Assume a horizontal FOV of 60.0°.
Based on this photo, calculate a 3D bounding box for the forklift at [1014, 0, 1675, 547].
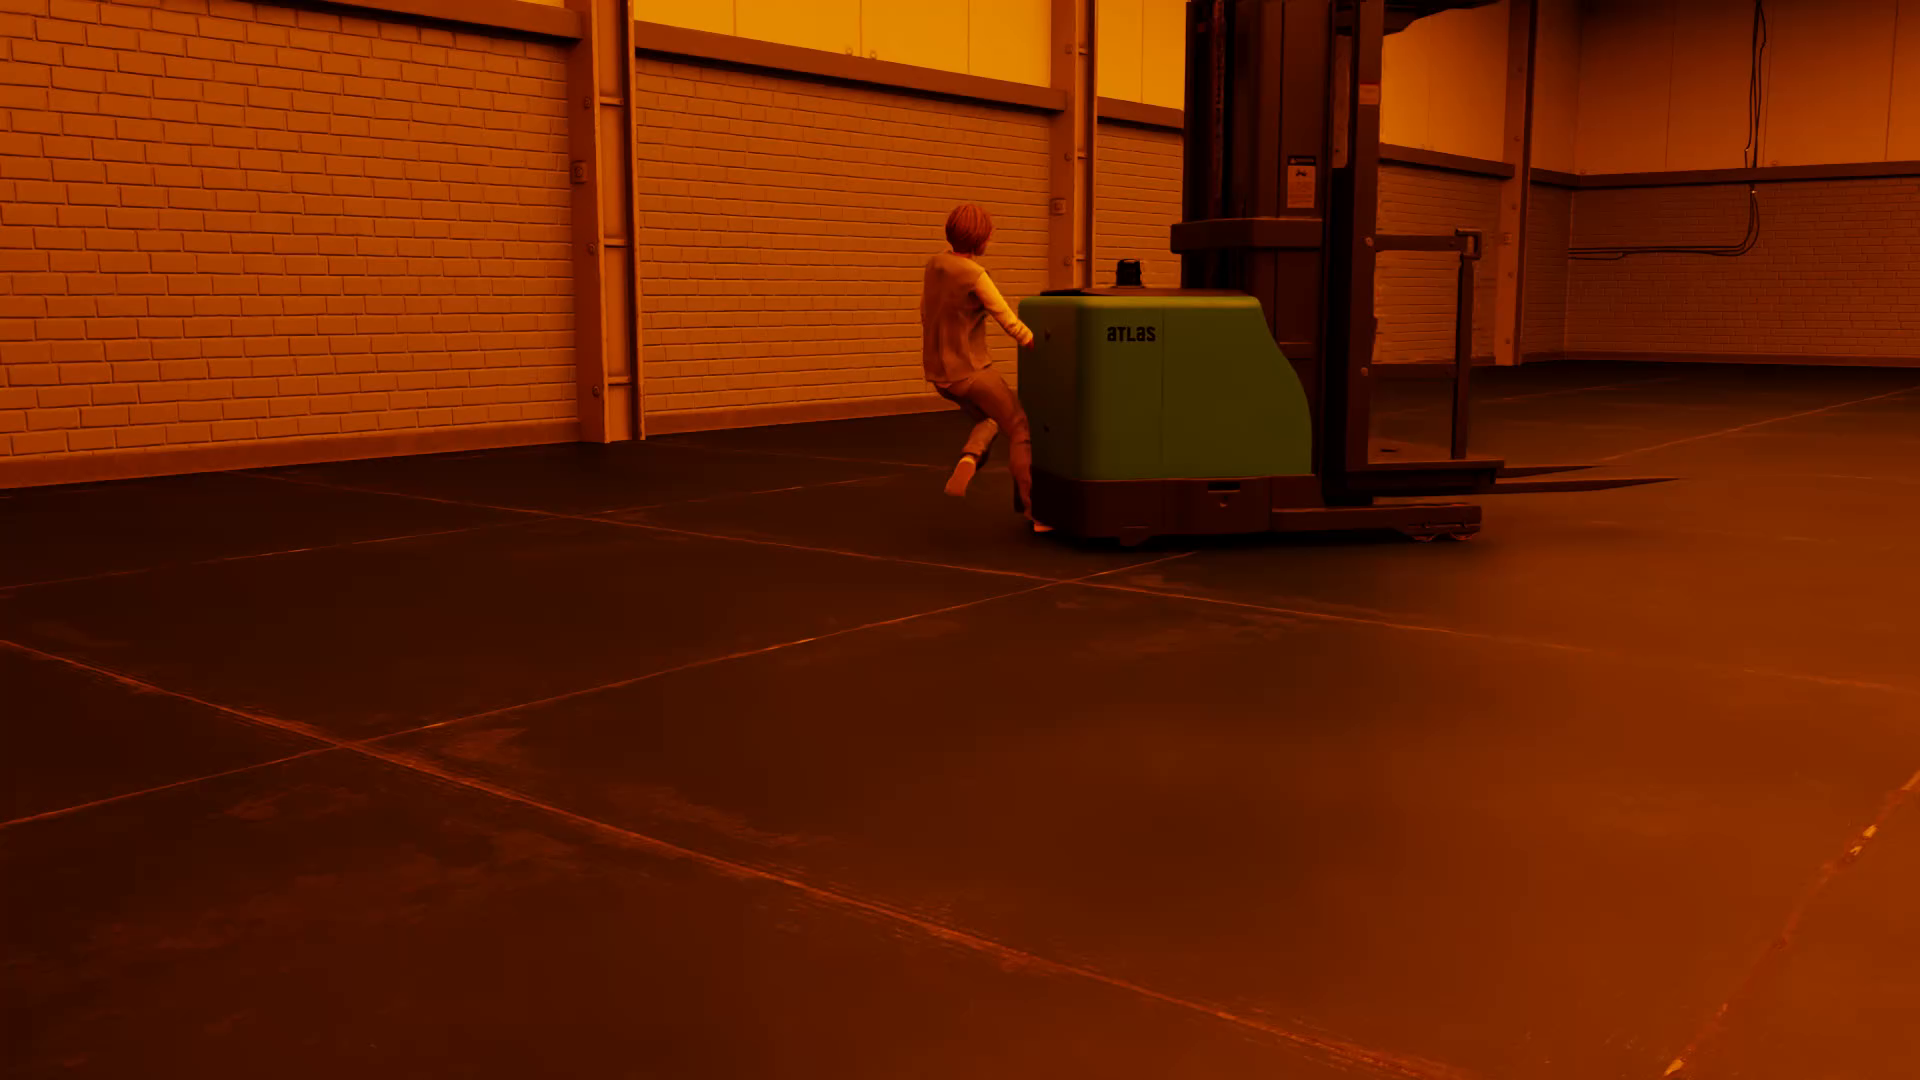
[{"bbox_3d":[1.830,-1.513,7.618,3.031,2.935,1.130,-2,9,-14],"label":"forklift"}]

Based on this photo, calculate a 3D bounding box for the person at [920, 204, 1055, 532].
[{"bbox_3d":[0.175,-0.800,7.711,0.604,1.479,0.639,-5,10,-32],"label":"person"}]
